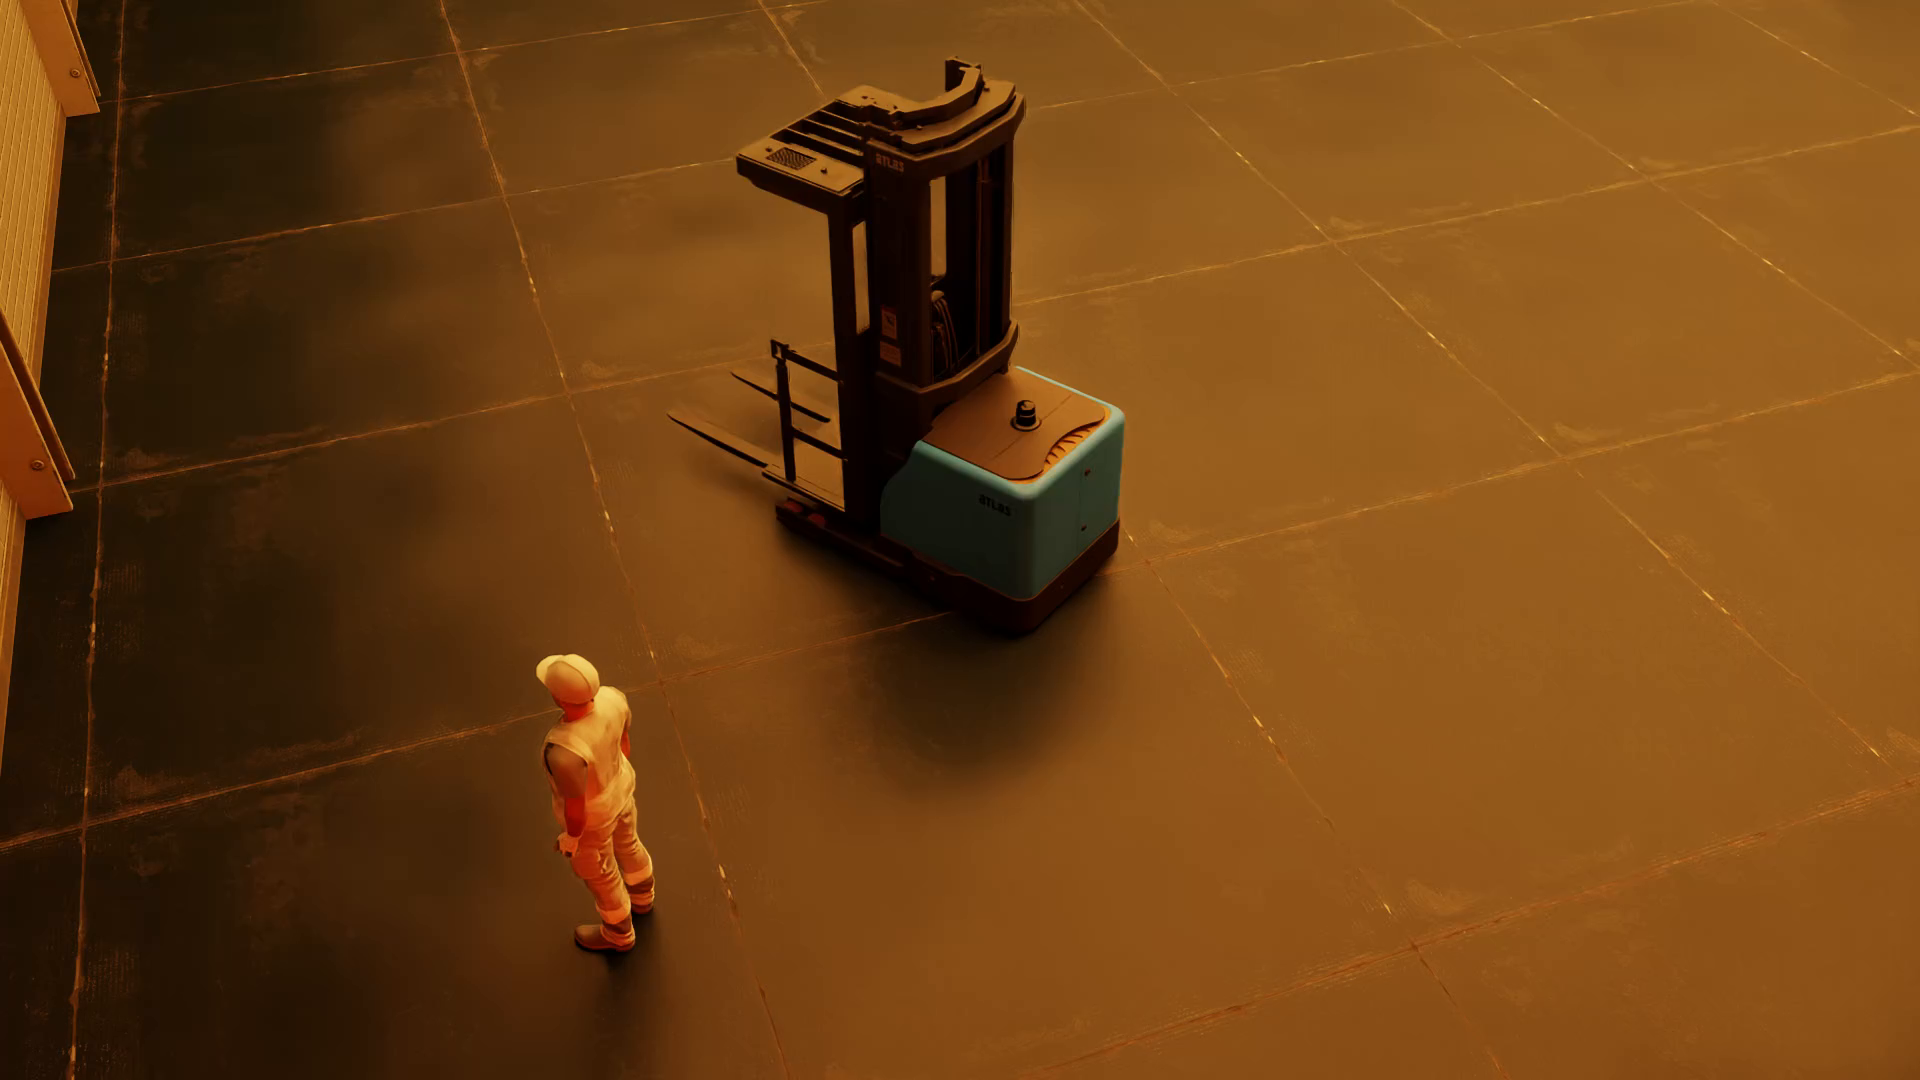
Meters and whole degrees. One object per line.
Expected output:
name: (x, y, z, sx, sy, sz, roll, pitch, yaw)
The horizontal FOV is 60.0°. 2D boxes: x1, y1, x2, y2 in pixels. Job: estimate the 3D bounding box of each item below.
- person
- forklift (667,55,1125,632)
person: (-1.656, 1.179, 7.480, 0.358, 1.796, 0.532, 13, 42, 15)
forklift: (-0.523, -1.368, 9.626, 3.031, 2.935, 1.130, 26, 46, 28)
